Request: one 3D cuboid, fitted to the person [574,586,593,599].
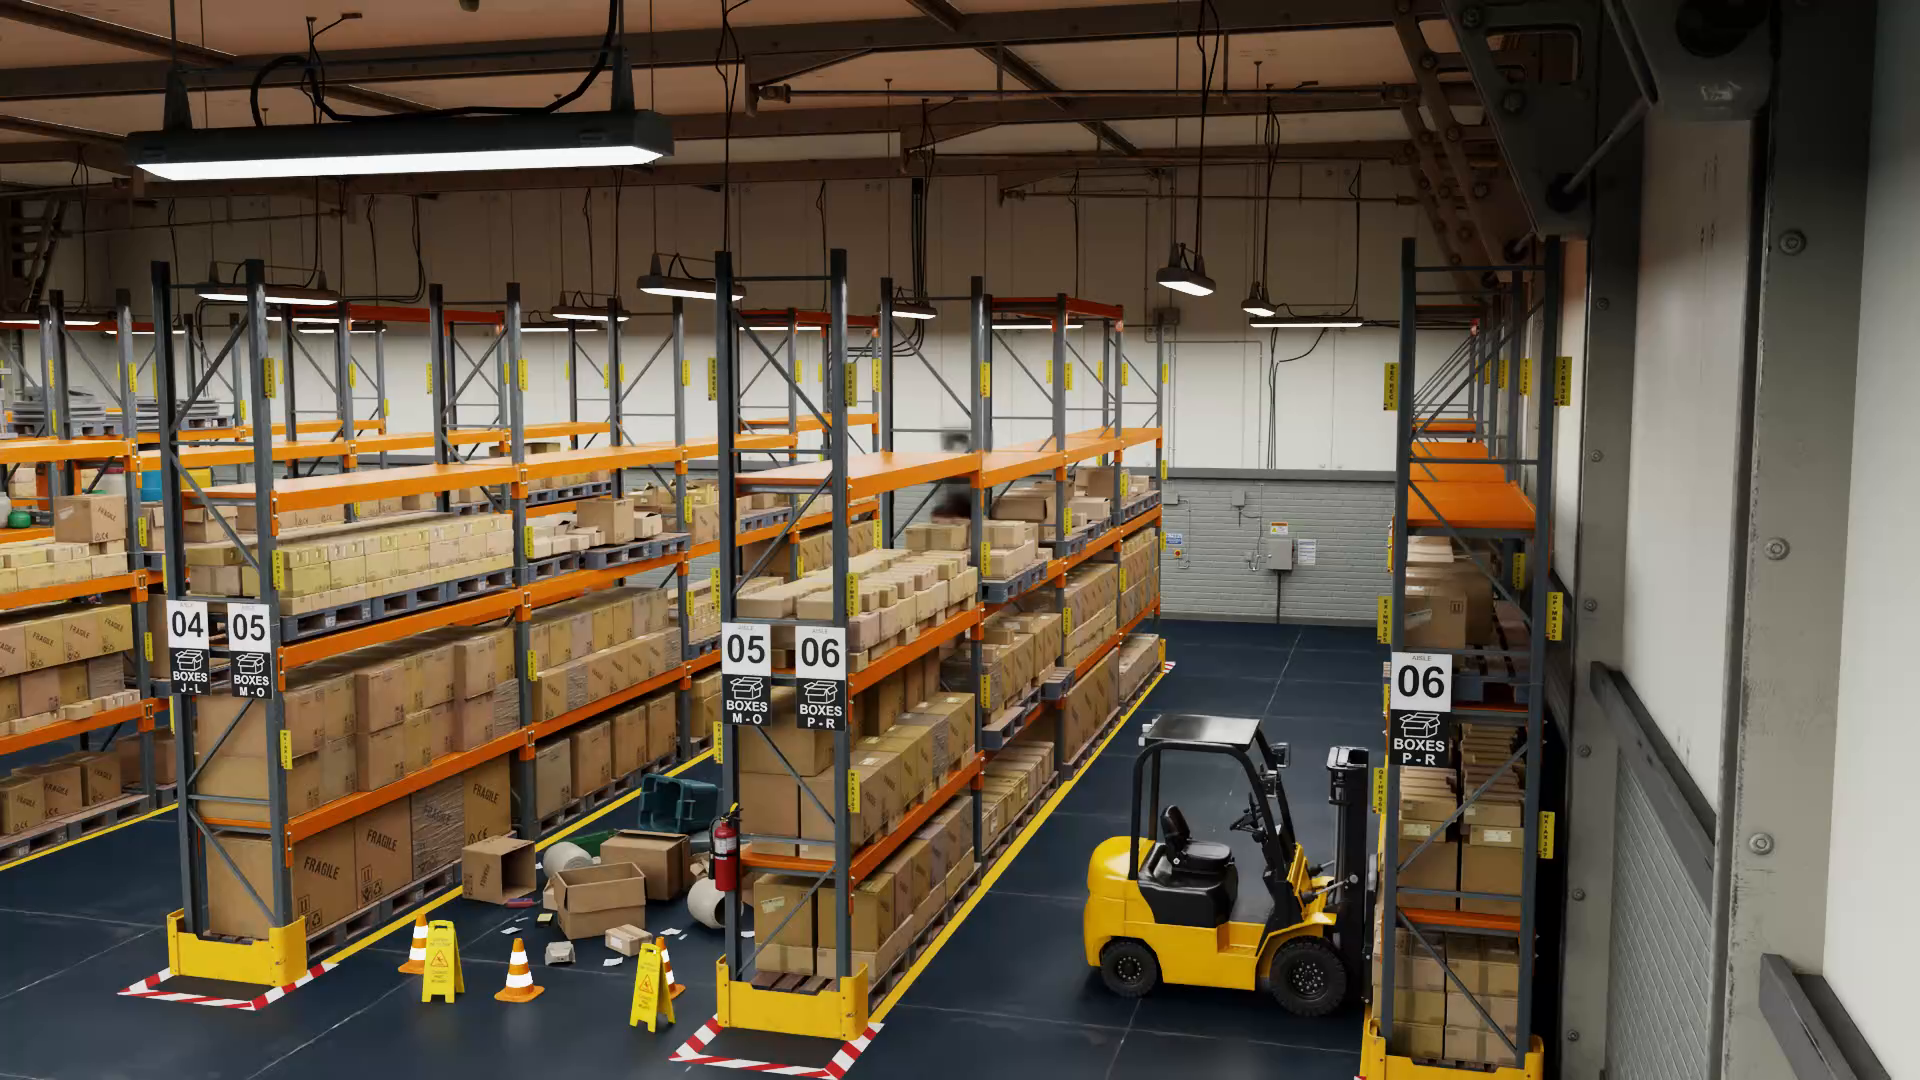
[{"bbox_3d":[-5.934,1.529,26.415,0.631,1.801,0.760,1,6,5],"label":"person"}]
